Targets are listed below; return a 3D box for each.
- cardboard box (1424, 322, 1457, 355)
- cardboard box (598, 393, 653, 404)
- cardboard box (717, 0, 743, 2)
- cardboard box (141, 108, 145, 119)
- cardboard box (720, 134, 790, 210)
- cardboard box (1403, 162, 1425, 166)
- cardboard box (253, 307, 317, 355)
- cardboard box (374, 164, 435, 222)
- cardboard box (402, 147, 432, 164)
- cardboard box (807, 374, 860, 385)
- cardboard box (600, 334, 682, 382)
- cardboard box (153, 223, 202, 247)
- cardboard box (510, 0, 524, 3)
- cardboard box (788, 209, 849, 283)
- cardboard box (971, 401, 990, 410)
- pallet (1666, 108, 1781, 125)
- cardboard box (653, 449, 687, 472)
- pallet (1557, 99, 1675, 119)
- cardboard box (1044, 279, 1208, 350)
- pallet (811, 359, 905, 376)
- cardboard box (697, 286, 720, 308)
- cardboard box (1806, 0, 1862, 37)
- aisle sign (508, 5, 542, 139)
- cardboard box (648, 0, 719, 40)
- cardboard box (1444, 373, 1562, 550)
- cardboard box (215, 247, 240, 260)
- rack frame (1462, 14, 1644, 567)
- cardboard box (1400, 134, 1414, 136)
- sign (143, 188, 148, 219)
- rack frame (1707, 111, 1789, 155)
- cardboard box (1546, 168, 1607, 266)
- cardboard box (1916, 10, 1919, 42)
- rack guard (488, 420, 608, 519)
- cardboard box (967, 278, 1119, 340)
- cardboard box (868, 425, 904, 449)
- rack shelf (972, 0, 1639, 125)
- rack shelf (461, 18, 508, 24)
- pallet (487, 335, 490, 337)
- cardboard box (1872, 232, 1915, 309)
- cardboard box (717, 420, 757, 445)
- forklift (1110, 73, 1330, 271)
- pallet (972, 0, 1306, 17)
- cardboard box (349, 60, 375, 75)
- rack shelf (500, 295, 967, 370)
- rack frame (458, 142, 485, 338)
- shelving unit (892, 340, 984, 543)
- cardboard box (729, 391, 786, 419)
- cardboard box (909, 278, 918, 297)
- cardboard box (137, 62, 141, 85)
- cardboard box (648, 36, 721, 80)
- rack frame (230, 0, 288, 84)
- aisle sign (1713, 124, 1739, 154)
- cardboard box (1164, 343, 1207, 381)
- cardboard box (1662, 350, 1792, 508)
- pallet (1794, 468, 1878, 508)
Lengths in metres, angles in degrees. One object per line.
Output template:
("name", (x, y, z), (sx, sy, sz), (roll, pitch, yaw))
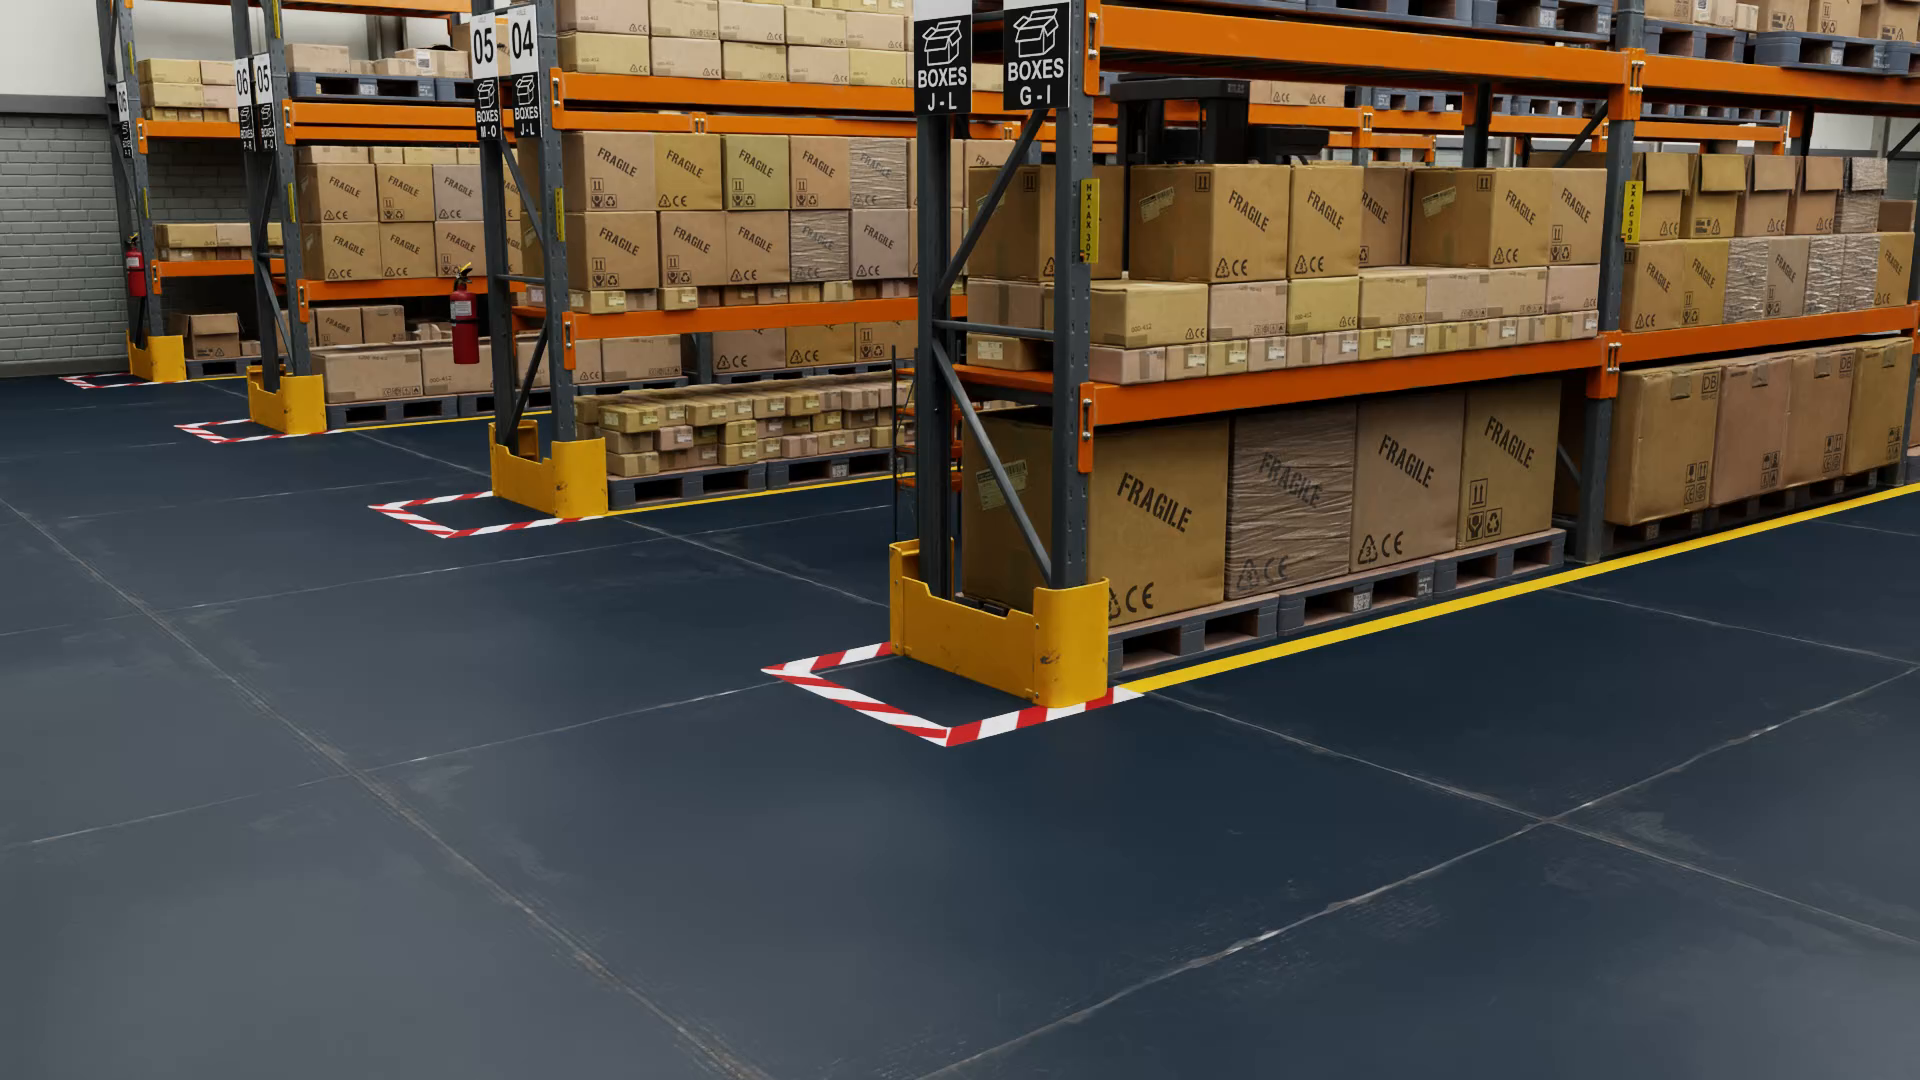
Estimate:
("cardboard box", (2.255, -1.023, 8.332), (0.250, 0.149, 0.380), (-10, 15, -39))
("cardboard box", (-2.364, -0.939, 11.751), (0.250, 0.149, 0.380), (-9, 15, -37))
("cardboard box", (-1.663, -3.679, 11.207), (0.250, 0.149, 0.380), (-9, 15, -36))
("cardboard box", (-9.021, -4.722, 18.529), (0.250, 0.149, 0.380), (-9, 15, -36))
("cardboard box", (-1.524, -2.534, 11.474), (0.500, 0.500, 0.500), (-10, 15, -39))
("cardboard box", (6.209, -5.152, 23.806), (0.500, 0.500, 0.700), (-10, 16, -39))
("cardboard box", (-7.897, -2.450, 19.452), (0.500, 0.500, 0.700), (-9, 15, -35))
("cardboard box", (-5.070, -3.116, 14.936), (0.500, 0.500, 0.500), (-10, 16, -39))
("cardboard box", (-4.943, -3.448, 14.937), (0.250, 0.149, 0.380), (-10, 16, -39))
("cardboard box", (-0.984, -1.190, 12.932), (0.250, 0.149, 0.380), (-9, 15, -36))
("cardboard box", (-3.456, -1.901, 17.018), (0.875, 0.438, 0.875), (-10, 15, -38))
("cardboard box", (-8.933, -3.474, 18.911), (0.500, 0.250, 0.500), (-9, 15, -36))
("cardboard box", (-2.775, -3.629, 10.972), (0.250, 0.149, 0.380), (-10, 15, -38))
("cardboard box", (-1.141, -2.115, 11.908), (0.500, 0.500, 0.500), (-10, 16, -39))
("cardboard box", (0.021, -1.050, 12.990), (0.250, 0.149, 0.380), (-10, 16, -40))
("pallet", (9.070, -5.107, 19.948), (1.213, 0.211, 1.003), (-9, 15, -38))
("cardboard box", (-2.089, -0.579, 11.485), (0.250, 0.149, 0.380), (-10, 15, -38))
("pallet", (7.165, -4.790, 18.457), (1.213, 0.211, 1.003), (-9, 15, -38))
("cardboard box", (0.712, -0.977, 7.155), (0.500, 0.250, 0.500), (-10, 16, -39))
("pallet", (-1.390, -1.921, 18.666), (1.213, 0.211, 1.003), (-9, 15, -38))
("cardboard box", (-1.860, -1.692, 11.481), (0.250, 0.149, 0.380), (-9, 15, -35))
("cardboard box", (5.365, -3.429, 10.584), (0.500, 0.500, 0.500), (-8, 15, -35))
("aisle sign", (-2.721, -2.918, 10.390), (0.004, 0.787, 0.394), (-9, 15, -38))
("cardboard box", (-1.939, -3.426, 10.976), (0.500, 0.250, 0.500), (-10, 15, -38))
("cardboard box", (2.727, -0.499, 9.363), (0.875, 0.875, 0.875), (-9, 15, -38))
("cardboard box", (-8.345, -3.254, 18.838), (0.250, 0.149, 0.380), (-10, 15, -38))
("rack frame", (3.292, -1.406, 9.528), (0.127, 3.000, 1.000), (-9, 15, -38))
("cardboard box", (6.194, -5.785, 23.536), (0.250, 0.149, 0.380), (-9, 15, -37))
("sign", (-8.787, -3.634, 17.938), (0.005, 0.325, 0.100), (-9, 15, -38))
("rack frame", (9.643, -3.781, 20.711), (0.127, 3.000, 1.000), (-9, 15, -38))
("cardboard box", (3.100, -1.742, 8.950), (0.500, 0.500, 0.500), (-9, 15, -36))
("cardboard box", (6.943, -3.705, 11.689), (0.500, 0.500, 0.500), (-9, 15, -37))
("rack guard", (-2.792, -0.492, 11.240), (0.348, 0.500, 1.175), (-9, 15, -38))
("cardboard box", (0.381, -1.065, 7.567), (0.500, 0.250, 0.500), (-10, 15, -39))
("cardboard box", (-0.629, -0.794, 12.498), (0.250, 0.149, 0.380), (-9, 15, -38))
("rack shelf", (1.730, -2.262, 8.069), (4.000, 0.370, 1.077), (-9, 15, -38))
("rack shelf", (-4.441, -6.464, 21.602), (4.000, 0.370, 1.077), (-9, 15, -38))
("pallet", (-5.391, -2.565, 21.702), (1.213, 0.211, 1.003), (-9, 15, -38))
("cardboard box", (6.185, -1.870, 11.471), (0.500, 0.500, 0.500), (-9, 15, -36))
("cardboard box", (-1.629, -0.775, 11.695), (0.250, 0.149, 0.380), (-9, 15, -36))
("forklift", (1.857, -1.837, 11.724), (1.130, 2.935, 3.031), (12, 17, 44))
("pallet", (0.741, -2.409, 7.243), (1.213, 0.211, 1.003), (-9, 15, -38))
("cardboard box", (-5.450, -4.233, 14.975), (0.250, 0.149, 0.380), (-11, 16, -42))
("rack shelf", (-1.289, -1.612, 12.231), (4.000, 0.370, 1.077), (-9, 15, -38))
("rack frame", (-6.003, -3.818, 20.887), (0.127, 3.000, 1.000), (-9, 15, -38))
("shelving unit", (-0.129, -0.565, 9.903), (0.503, 1.200, 0.258), (-9, 15, -38))
("cardboard box", (-1.448, -0.966, 11.879), (0.250, 0.149, 0.380), (-9, 15, -35))
("cardboard box", (-0.428, -1.927, 12.588), (0.250, 0.149, 0.380), (-10, 16, -39))
("cardboard box", (-8.953, -5.186, 18.548), (0.500, 0.250, 0.500), (-10, 16, -39))
("cardboard box", (-1.927, -3.183, 11.036), (0.500, 0.250, 0.500), (-9, 15, -36))
("rack frame", (-6.022, -5.429, 14.030), (0.127, 3.000, 1.000), (-9, 15, -38))
("aisle sign", (9.511, -5.110, 20.714), (0.004, 0.787, 0.394), (-9, 15, -38))
("cardboard box", (0.851, -0.790, 7.232), (0.250, 0.149, 0.380), (-10, 15, -38))
("cardboard box", (4.476, -0.774, 10.658), (0.875, 0.875, 1.225), (-10, 16, -40))
("pallet", (5.753, -0.471, 11.838), (1.213, 0.211, 1.003), (-9, 15, -38))
